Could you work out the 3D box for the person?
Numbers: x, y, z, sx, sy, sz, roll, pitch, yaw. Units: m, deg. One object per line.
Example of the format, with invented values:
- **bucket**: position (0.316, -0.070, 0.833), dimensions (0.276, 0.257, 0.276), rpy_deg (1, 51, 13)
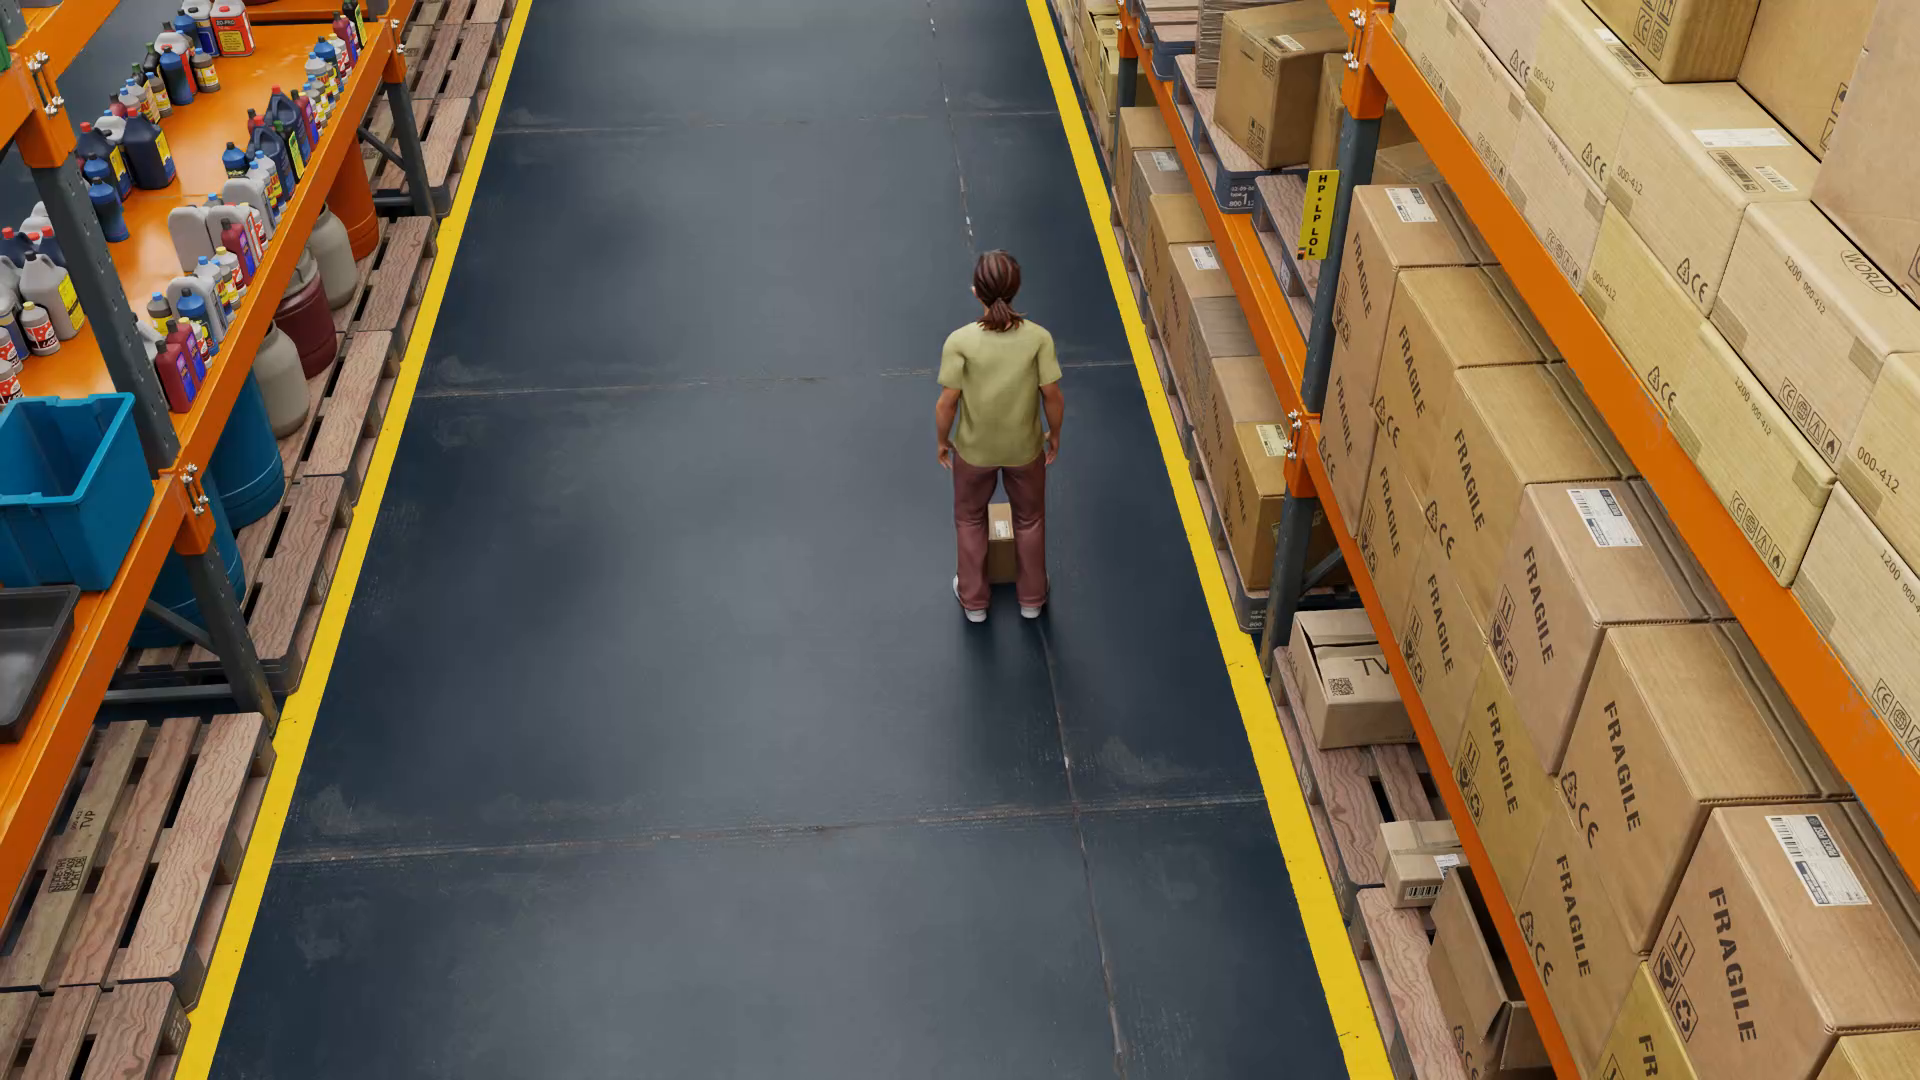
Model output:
- **person**: position (0.153, -0.378, 6.618), dimensions (0.499, 1.673, 0.357), rpy_deg (-2, 39, -3)
